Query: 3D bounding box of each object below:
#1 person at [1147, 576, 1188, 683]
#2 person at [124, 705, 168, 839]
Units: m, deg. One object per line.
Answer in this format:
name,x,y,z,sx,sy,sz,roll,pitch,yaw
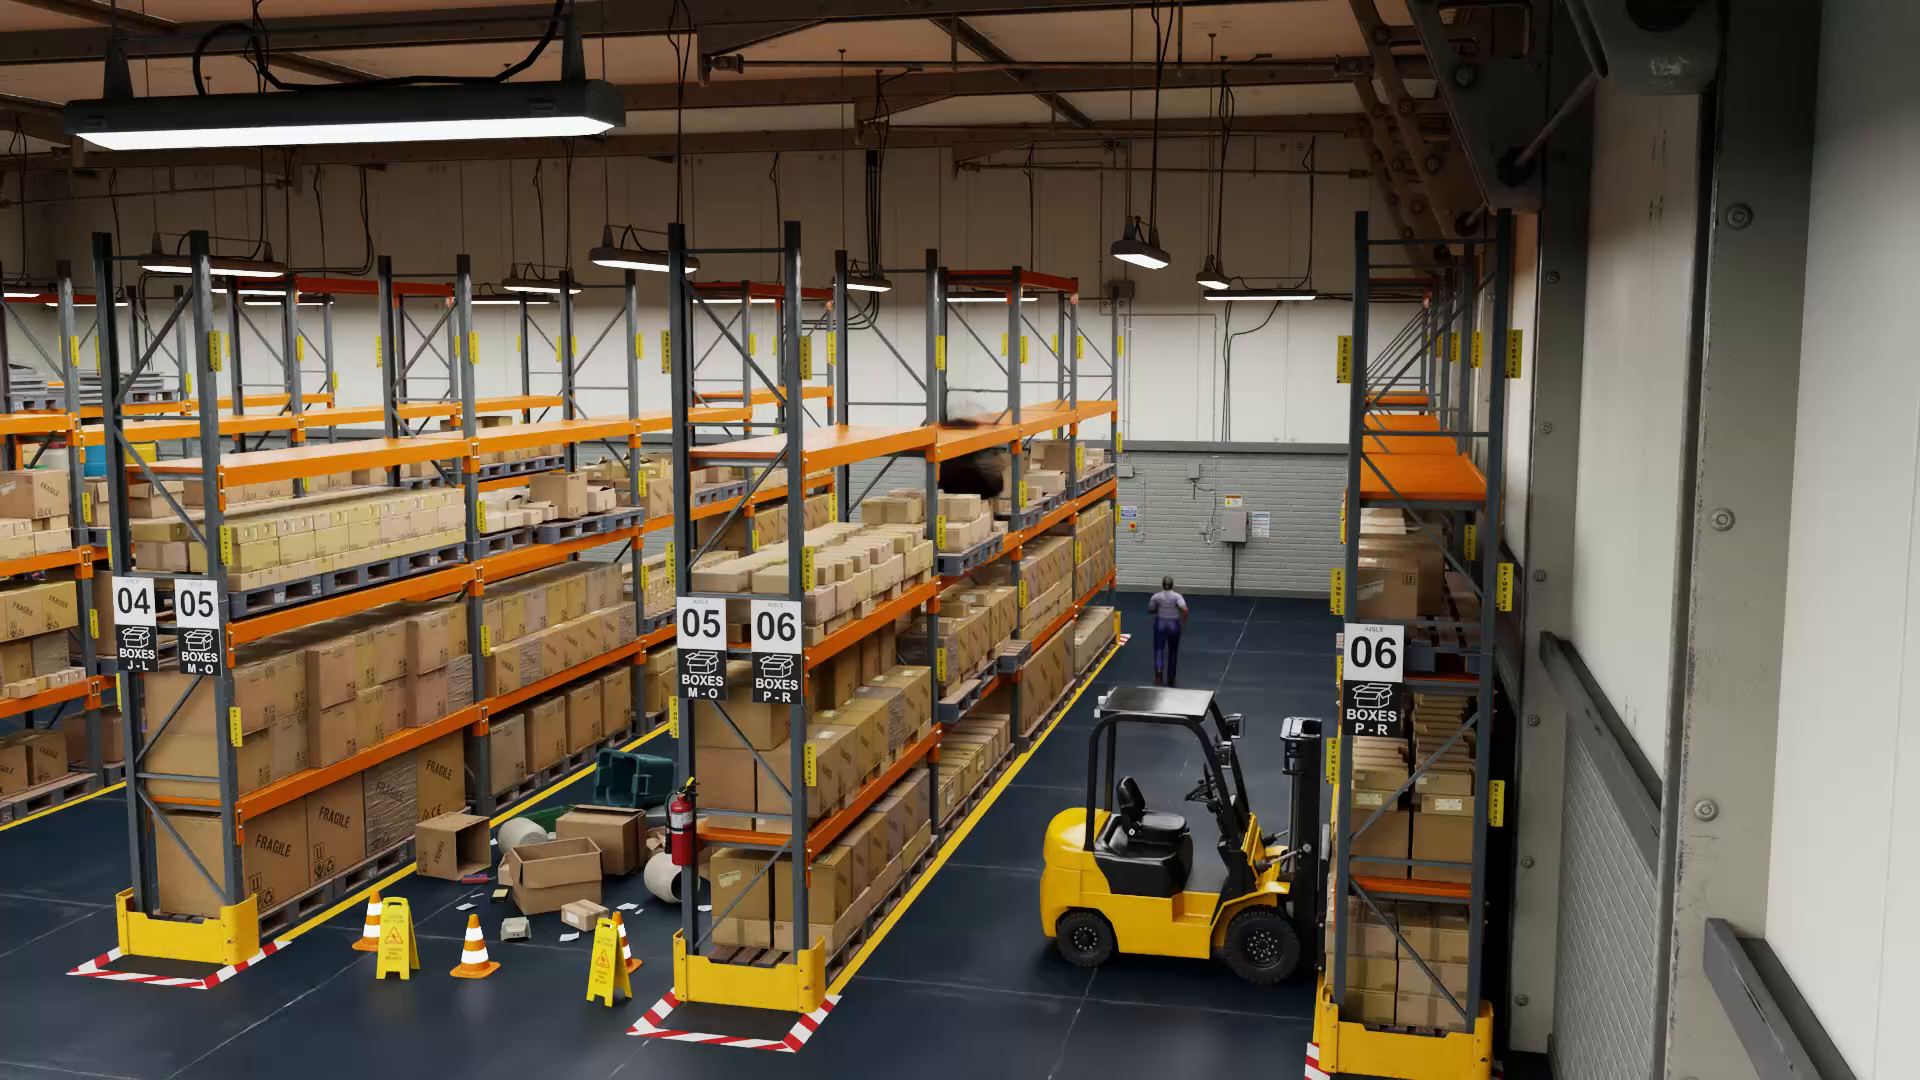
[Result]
person,3.080,1.335,24.702,0.613,1.625,0.910,1,7,8
person,-7.811,2.403,16.170,0.566,1.704,0.727,1,7,8
